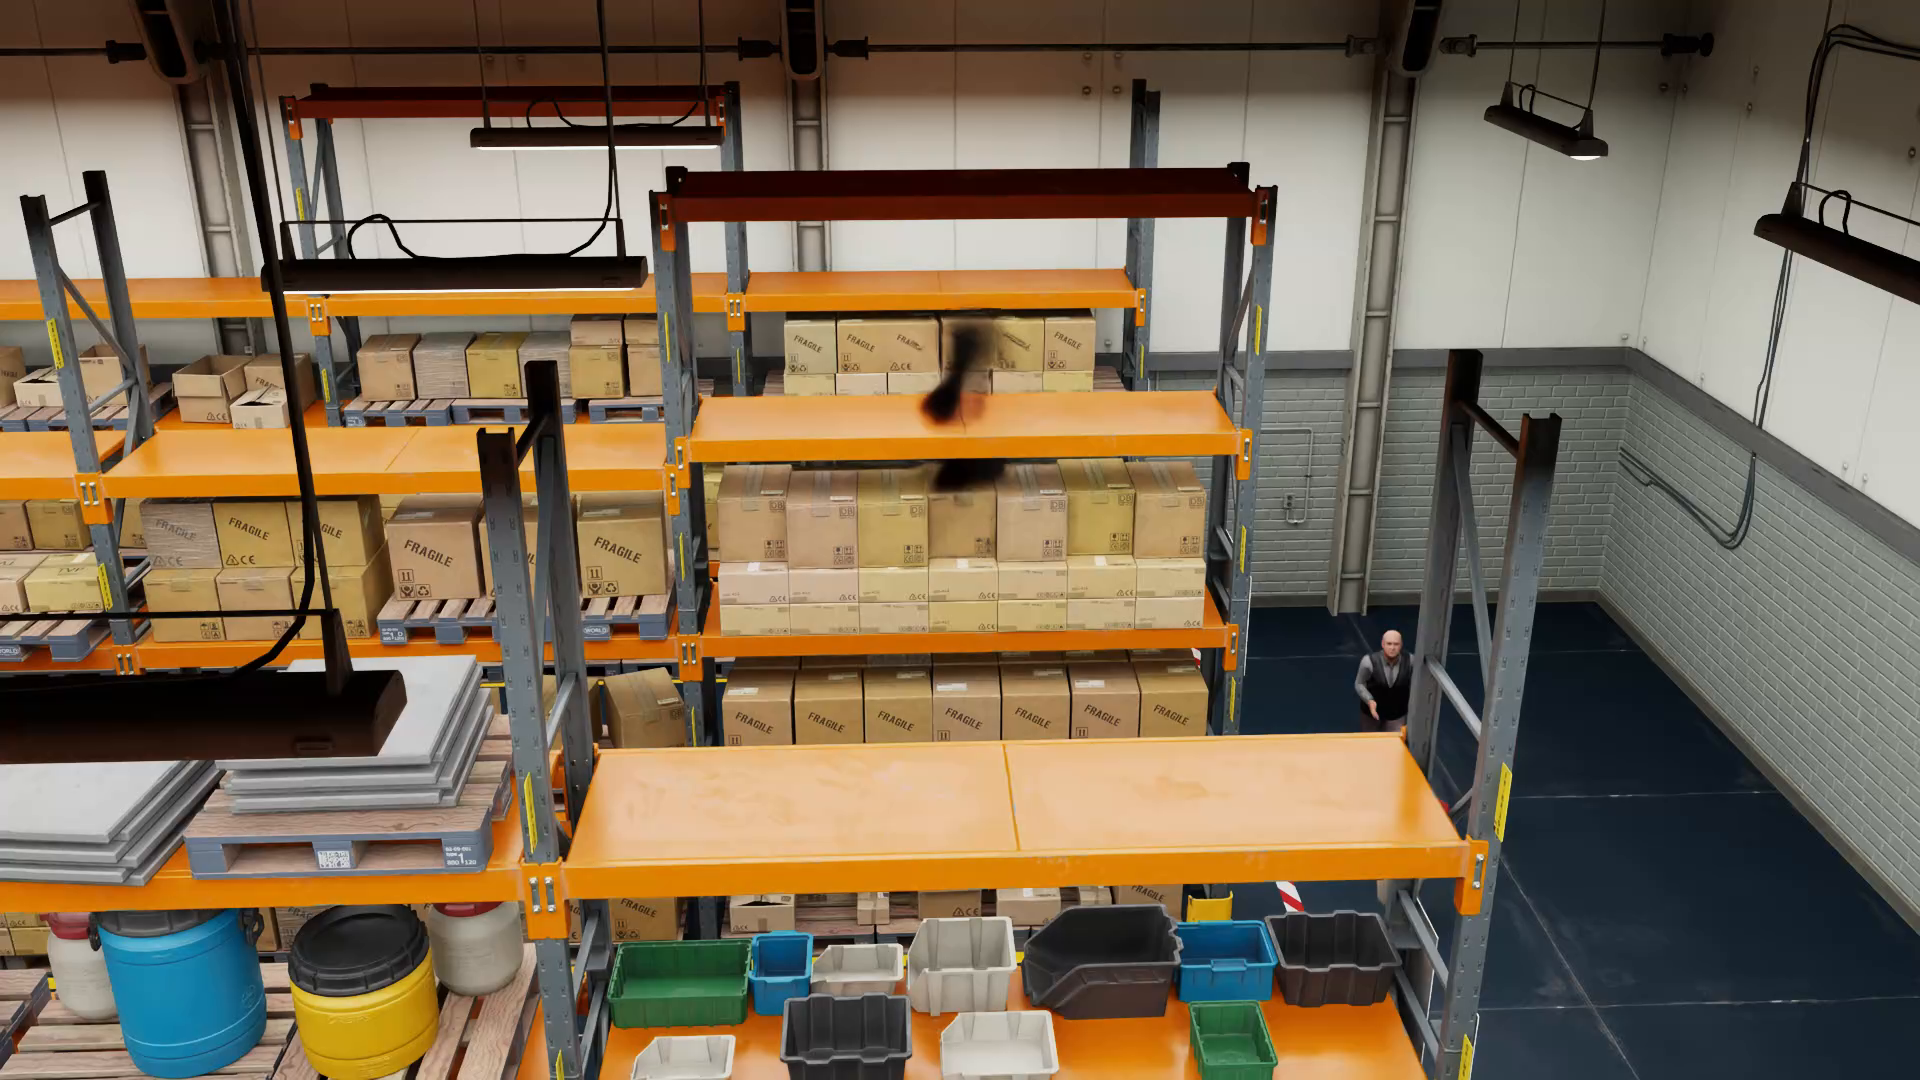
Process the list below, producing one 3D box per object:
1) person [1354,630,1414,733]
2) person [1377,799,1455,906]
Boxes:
[{"bbox_3d":[3.848,1.577,15.033,0.611,1.707,0.796,3,22,7],"label":"person"},{"bbox_3d":[3.475,2.450,12.909,0.650,1.697,0.864,16,27,35],"label":"person"}]
